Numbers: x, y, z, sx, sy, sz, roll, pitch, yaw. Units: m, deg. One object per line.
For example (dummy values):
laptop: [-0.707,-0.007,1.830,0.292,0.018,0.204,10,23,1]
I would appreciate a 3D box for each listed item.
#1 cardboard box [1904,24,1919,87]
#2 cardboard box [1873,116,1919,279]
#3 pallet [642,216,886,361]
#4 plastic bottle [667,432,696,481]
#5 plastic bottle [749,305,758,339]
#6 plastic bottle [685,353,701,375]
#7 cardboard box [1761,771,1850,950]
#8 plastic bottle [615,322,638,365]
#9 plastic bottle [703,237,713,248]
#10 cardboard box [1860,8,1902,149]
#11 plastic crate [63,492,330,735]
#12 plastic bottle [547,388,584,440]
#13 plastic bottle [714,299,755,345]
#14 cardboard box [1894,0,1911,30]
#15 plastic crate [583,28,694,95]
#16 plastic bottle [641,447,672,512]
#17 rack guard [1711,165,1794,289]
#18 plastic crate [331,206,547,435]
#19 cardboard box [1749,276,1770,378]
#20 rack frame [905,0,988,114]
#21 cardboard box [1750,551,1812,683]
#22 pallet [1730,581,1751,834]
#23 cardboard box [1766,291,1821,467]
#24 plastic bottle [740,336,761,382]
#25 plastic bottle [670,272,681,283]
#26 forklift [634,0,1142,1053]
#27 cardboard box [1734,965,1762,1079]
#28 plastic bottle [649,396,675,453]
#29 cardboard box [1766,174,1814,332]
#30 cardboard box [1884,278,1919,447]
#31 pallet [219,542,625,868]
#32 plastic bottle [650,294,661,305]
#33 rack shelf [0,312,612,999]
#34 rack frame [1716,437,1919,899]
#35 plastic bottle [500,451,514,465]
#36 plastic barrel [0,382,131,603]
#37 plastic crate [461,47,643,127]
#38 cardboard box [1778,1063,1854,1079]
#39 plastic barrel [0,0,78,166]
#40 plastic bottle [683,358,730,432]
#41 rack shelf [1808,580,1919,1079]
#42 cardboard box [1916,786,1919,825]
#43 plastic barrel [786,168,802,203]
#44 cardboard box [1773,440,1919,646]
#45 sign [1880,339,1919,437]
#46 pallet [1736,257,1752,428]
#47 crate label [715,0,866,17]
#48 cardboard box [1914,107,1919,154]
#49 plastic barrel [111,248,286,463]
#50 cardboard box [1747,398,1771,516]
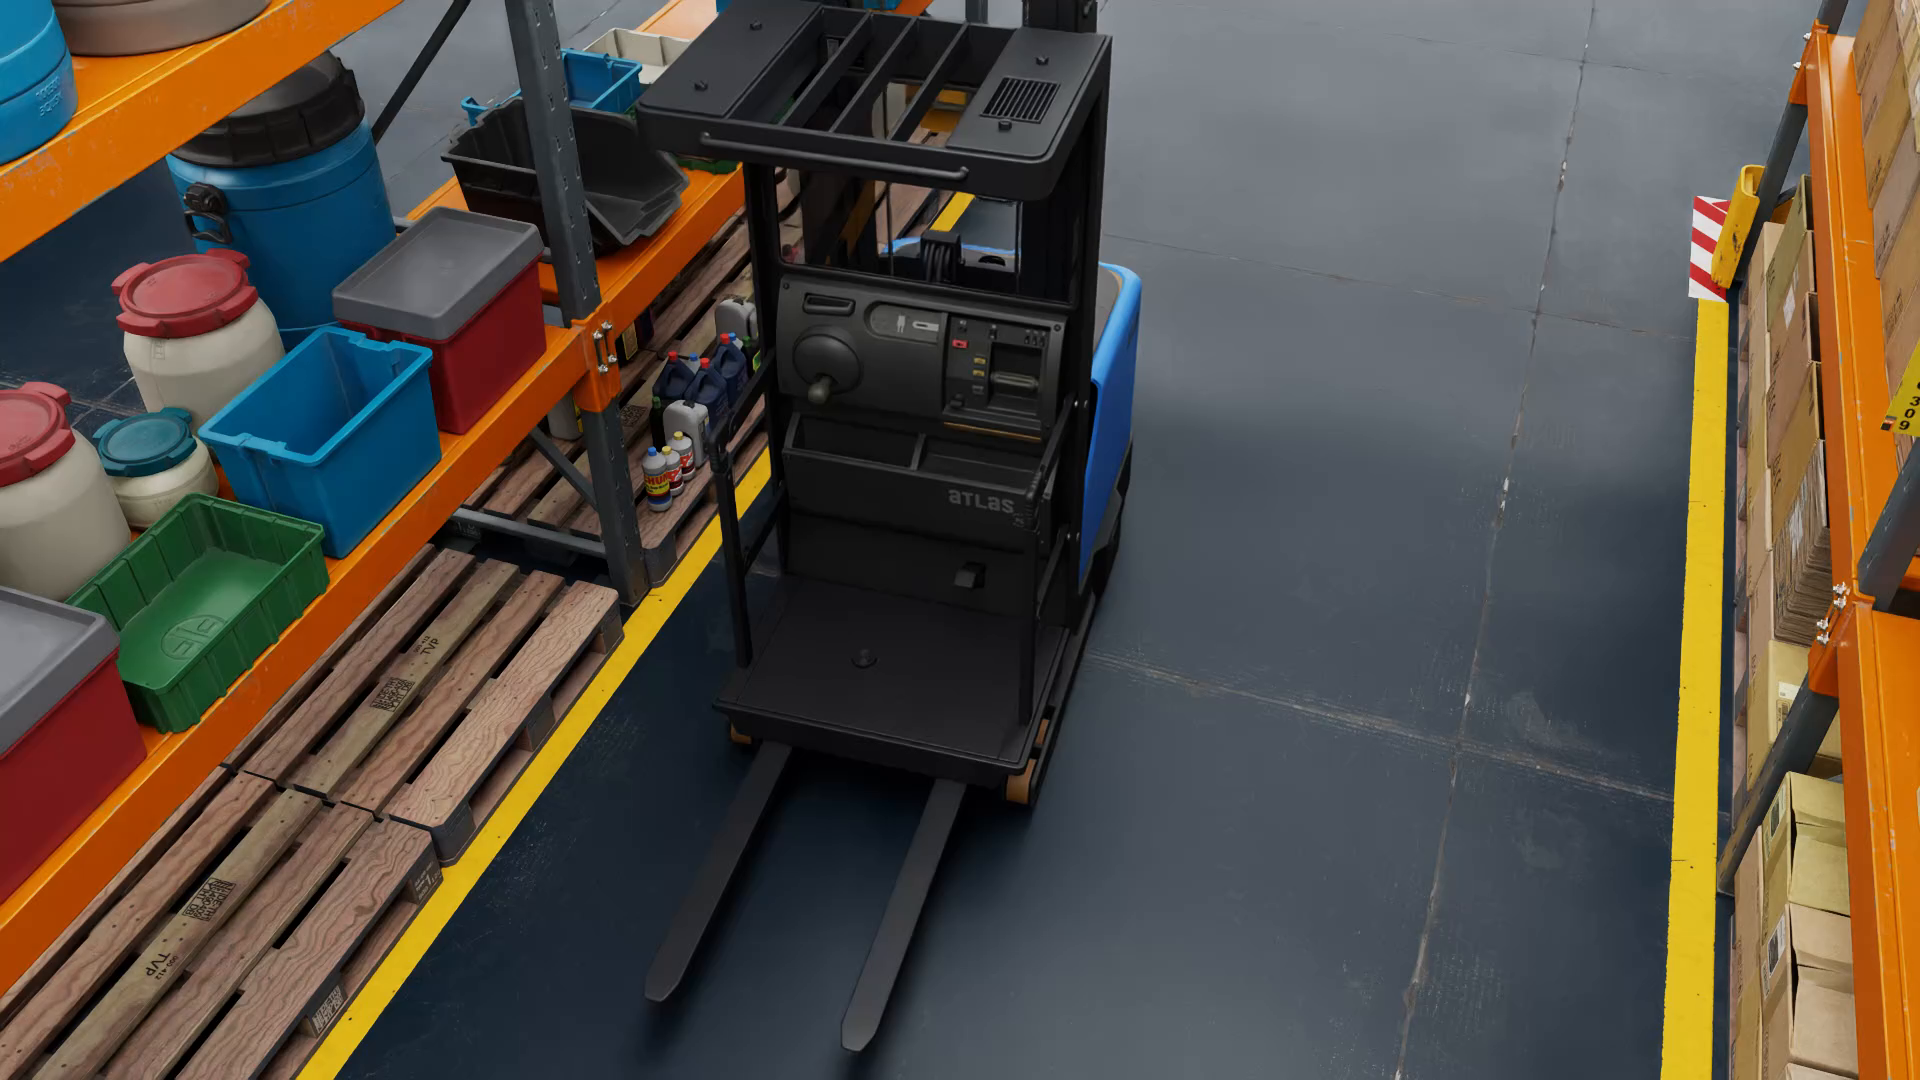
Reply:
cardboard box: [3.539,-1.665,5.814,0.380,0.149,0.250,13,42,15]
cardboard box: [3.616,-1.169,5.732,0.700,0.500,0.500,15,43,16]
pallet: [-1.023,-1.106,7.884,1.003,0.211,1.213,13,42,15]
plastic bottle: [-1.117,-0.344,6.659,0.097,0.201,0.097,0,40,0]
plastic bottle: [-0.831,-0.954,7.259,0.144,0.351,0.185,13,42,15]
plastic bottle: [-1.105,-0.665,6.981,0.097,0.271,0.097,0,40,0]
cardboard box: [2.571,0.952,4.686,0.500,0.311,0.500,13,42,15]
plastic bottle: [-1.477,-0.917,7.268,0.061,0.283,0.133,13,42,15]
plastic bottle: [-1.252,-1.552,8.021,0.097,0.271,0.097,0,40,0]
cardboard box: [3.967,-1.793,6.463,0.700,0.500,0.500,14,43,16]
plastic crate: [-2.037,0.186,4.384,0.450,0.188,0.662,13,42,15]
plastic bottle: [-1.622,-0.604,6.849,0.144,0.351,0.185,13,42,15]
plastic bottle: [-0.979,-0.943,7.304,0.152,0.276,0.135,13,42,15]
cardboard box: [3.715,-1.984,6.188,0.380,0.149,0.250,13,42,14]
plastic crate: [-1.390,-1.966,6.946,0.530,0.136,0.437,13,42,15]
plastic bottle: [-1.186,-0.246,6.491,0.097,0.271,0.097,0,40,0]
rack guard: [4.322,-1.421,8.031,1.175,0.500,0.348,13,42,15]
plastic crate: [-1.585,-0.681,5.188,0.402,0.464,0.583,13,42,15]
cardboard box: [3.754,-0.888,7.275,0.500,0.250,0.500,13,42,15]
rack frame: [-0.339,-3.459,8.494,1.000,3.000,0.127,13,42,15]
cardboard box: [3.080,0.334,5.842,0.500,0.250,0.500,13,42,15]
pallet: [3.258,0.667,5.805,1.003,0.211,1.213,13,42,15]
cardboard box: [3.406,-0.565,6.318,0.500,0.500,0.500,13,42,15]
plastic bottle: [-0.881,-0.761,7.084,0.061,0.283,0.133,15,43,17]
plastic bottle: [-1.369,-1.343,7.776,0.097,0.271,0.097,0,40,0]
forklift: [-0.189,-0.499,5.077,1.130,2.935,3.031,10,42,12]
cardboard box: [2.400,1.471,4.510,0.500,0.250,0.500,14,43,16]
plastic bottle: [-1.202,-0.477,6.752,0.061,0.283,0.133,13,42,15]
cardboard box: [3.753,-1.174,7.032,0.500,0.500,0.500,13,42,15]
cardboard box: [3.266,-0.551,5.008,0.700,0.500,0.500,13,42,15]
pallet: [-1.939,0.529,5.968,1.003,0.211,1.213,13,42,15]
plastic bottle: [-1.437,-1.195,7.657,0.097,0.201,0.097,0,40,0]
rack shelf: [-2.391,0.474,4.438,1.077,0.370,4.000,13,42,15]
rack frame: [2.946,0.082,4.343,1.000,3.000,0.127,13,42,15]
plastic bottle: [-1.876,-0.413,6.740,0.097,0.201,0.097,0,40,0]
plastic barrel: [-2.491,-0.089,4.439,0.433,0.535,0.433,0,40,0]
plastic crate: [-1.584,-1.698,6.544,0.499,0.251,0.616,13,42,15]
cardboard box: [2.219,1.572,3.960,0.500,0.311,0.500,12,42,14]
plastic barrel: [-2.124,-1.195,3.143,0.600,0.901,0.708,13,42,15]
plastic bottle: [-1.041,-0.580,6.820,0.144,0.351,0.185,14,43,16]
rack shelf: [2.262,1.575,3.147,1.077,0.370,4.000,13,42,15]
cardboard box: [2.451,0.673,3.844,0.380,0.149,0.250,13,42,15]
plastic barrel: [-0.664,-1.949,8.316,0.421,0.512,0.421,0,40,0]
cardboard box: [3.081,0.049,5.598,0.500,0.500,0.500,13,42,15]
sign: [2.424,-0.400,4.179,0.100,0.325,0.005,13,42,15]
pallet: [4.092,-0.821,7.550,1.003,0.211,1.213,13,42,15]
crate label: [-0.715,-2.290,7.096,0.502,0.435,0.616,13,42,15]
cardboard box: [3.362,-1.353,5.448,0.380,0.149,0.250,15,43,16]
plastic barrel: [-2.240,-0.537,4.963,0.433,0.535,0.433,0,40,0]
cardboard box: [3.407,-0.279,6.561,0.500,0.250,0.500,13,42,15]
